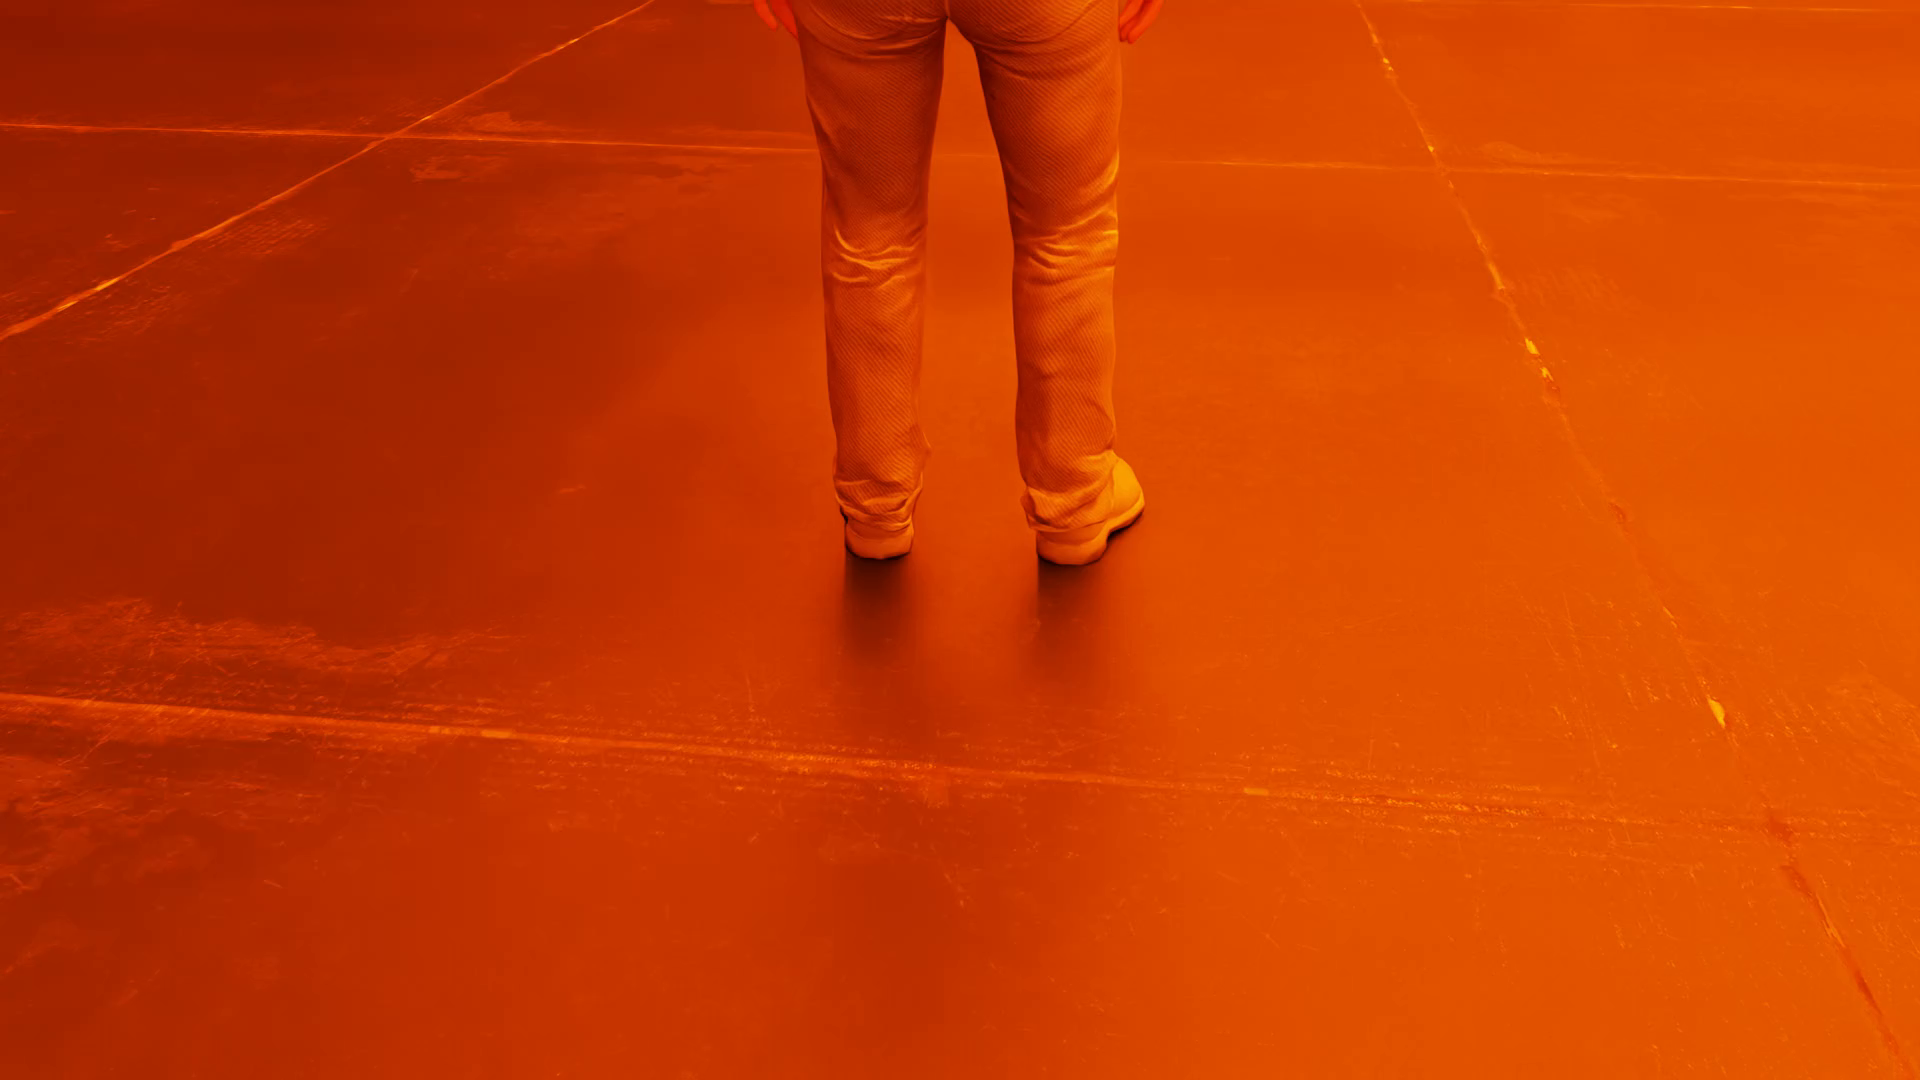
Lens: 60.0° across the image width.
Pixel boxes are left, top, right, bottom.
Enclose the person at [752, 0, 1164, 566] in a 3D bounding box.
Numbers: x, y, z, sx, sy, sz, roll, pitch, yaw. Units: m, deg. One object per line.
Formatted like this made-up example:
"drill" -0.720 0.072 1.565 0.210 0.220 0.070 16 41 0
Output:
"person" -0.006 -0.803 2.128 0.580 1.770 0.463 3 27 5
